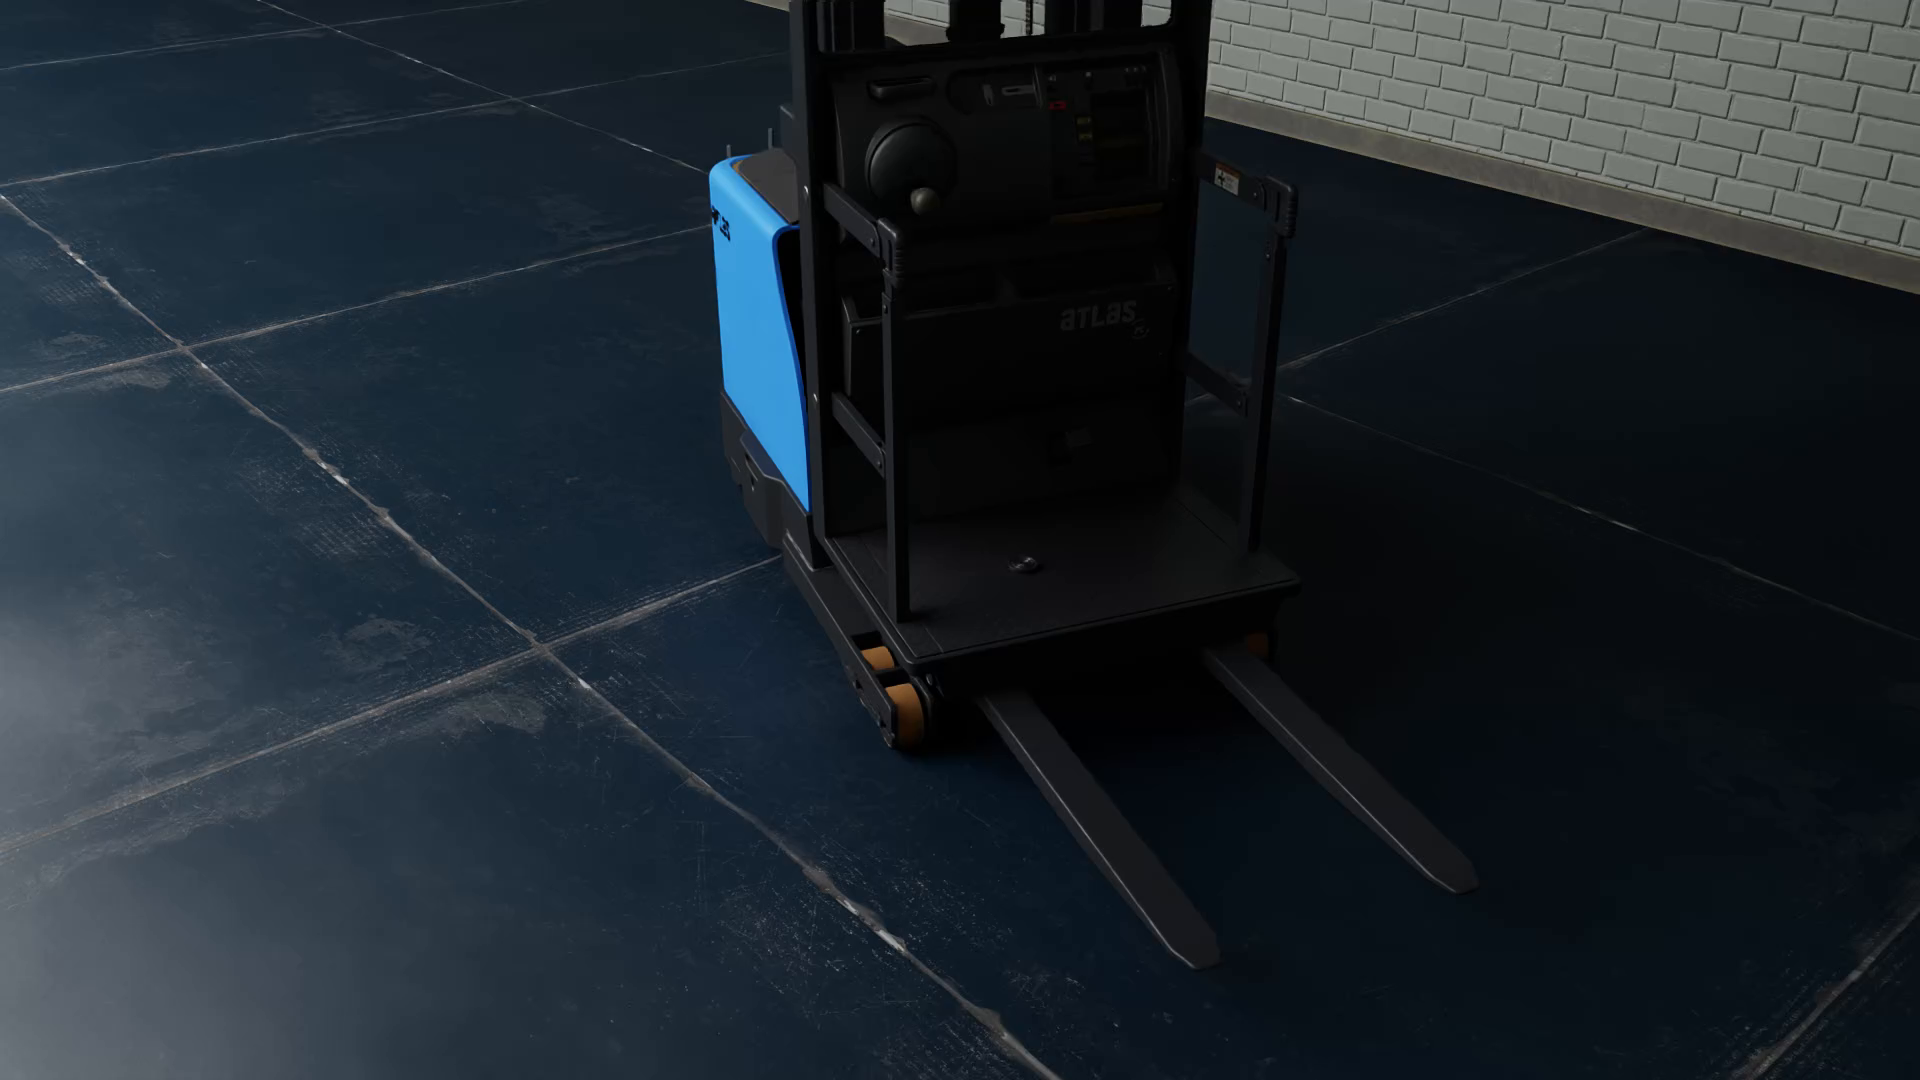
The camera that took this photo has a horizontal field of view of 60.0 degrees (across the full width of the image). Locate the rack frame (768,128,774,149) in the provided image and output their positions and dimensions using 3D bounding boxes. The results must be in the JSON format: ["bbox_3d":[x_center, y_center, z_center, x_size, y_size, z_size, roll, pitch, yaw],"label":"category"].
[{"bbox_3d":[-0.560,-0.908,5.835,0.200,1.050,0.008,14,31,24],"label":"rack frame"}]

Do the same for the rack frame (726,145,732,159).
[{"bbox_3d":[-0.674,-0.806,5.644,0.200,1.050,0.008,14,31,24],"label":"rack frame"}]

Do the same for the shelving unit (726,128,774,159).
[{"bbox_3d":[-0.617,-0.857,5.739,0.215,1.050,0.252,14,31,24],"label":"shelving unit"}]

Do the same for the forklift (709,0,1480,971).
[{"bbox_3d":[0.211,-0.984,3.982,1.130,2.935,3.031,-11,30,-19],"label":"forklift"}]
